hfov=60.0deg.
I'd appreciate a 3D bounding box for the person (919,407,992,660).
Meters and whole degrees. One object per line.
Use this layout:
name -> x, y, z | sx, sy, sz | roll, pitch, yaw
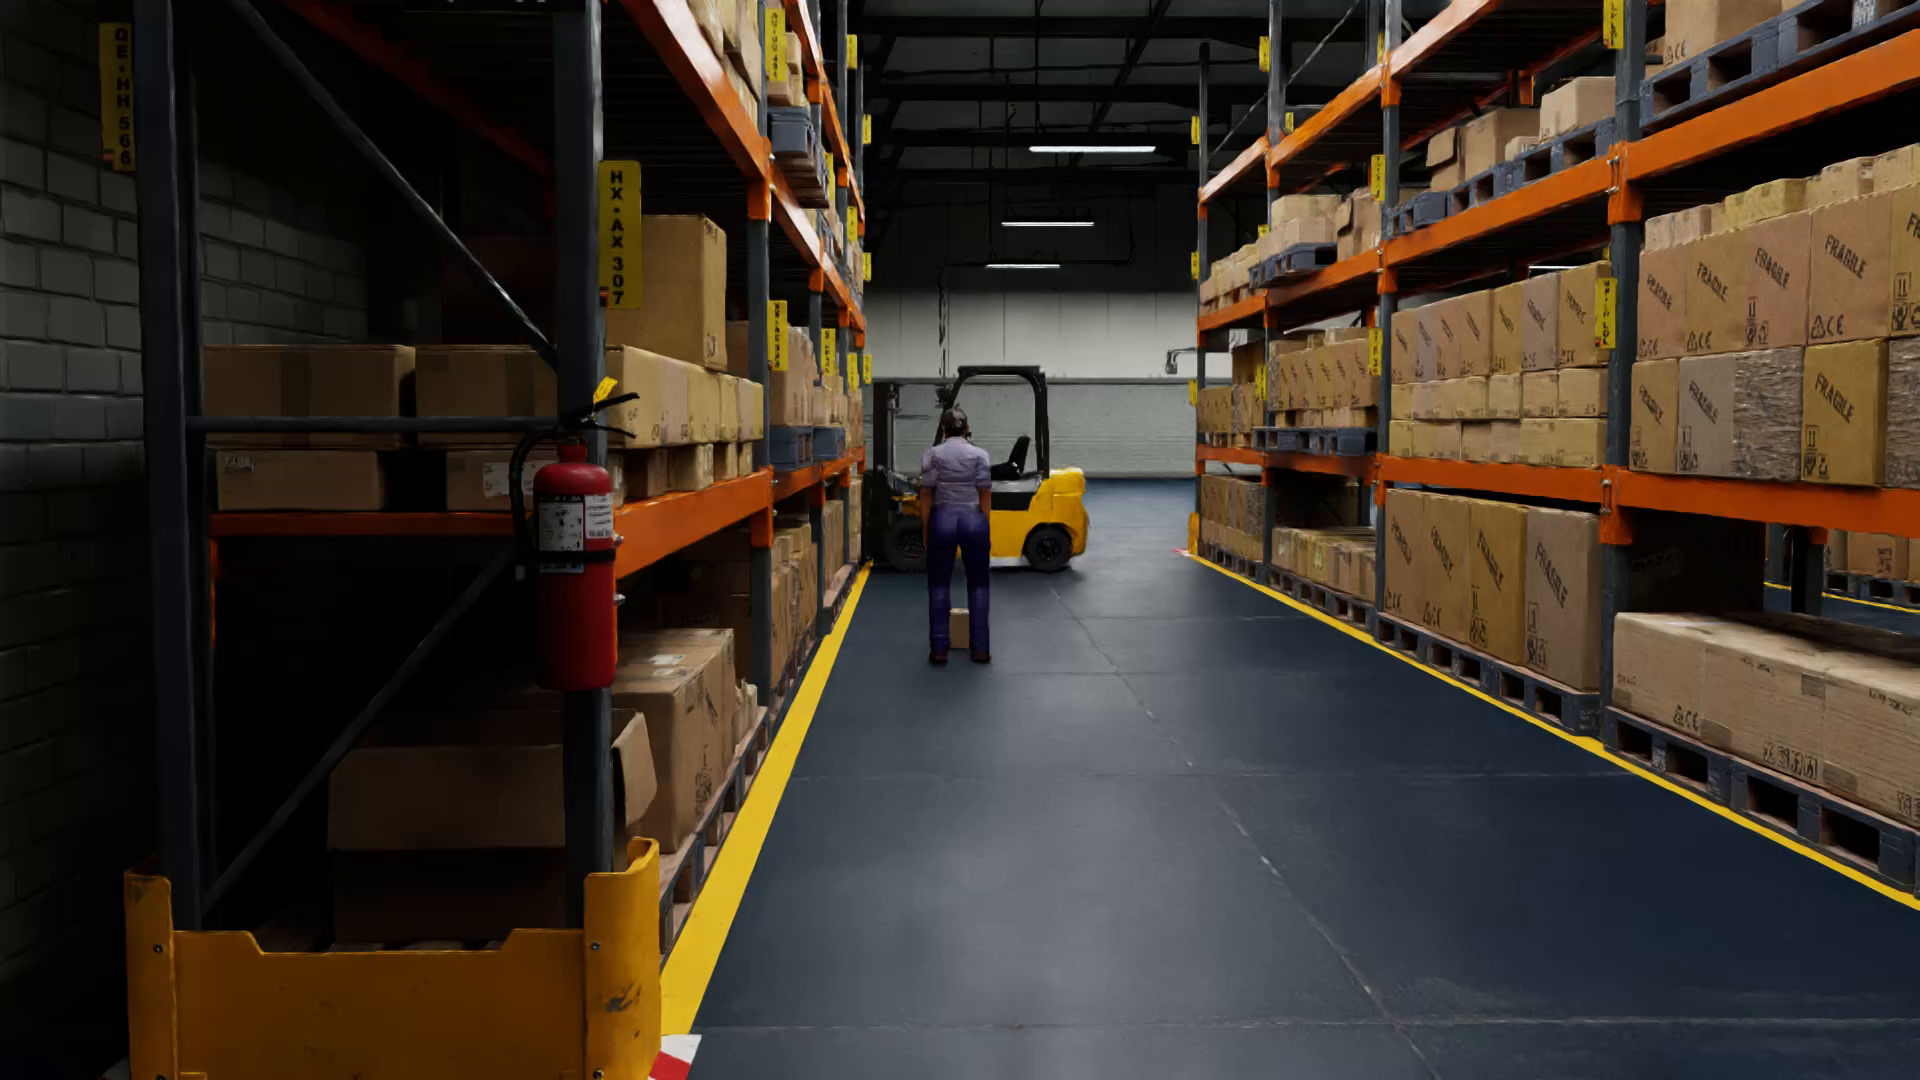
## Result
person -> -0.030, -0.039, 10.761 | 0.471, 1.644, 0.341 | 0, 4, 0
